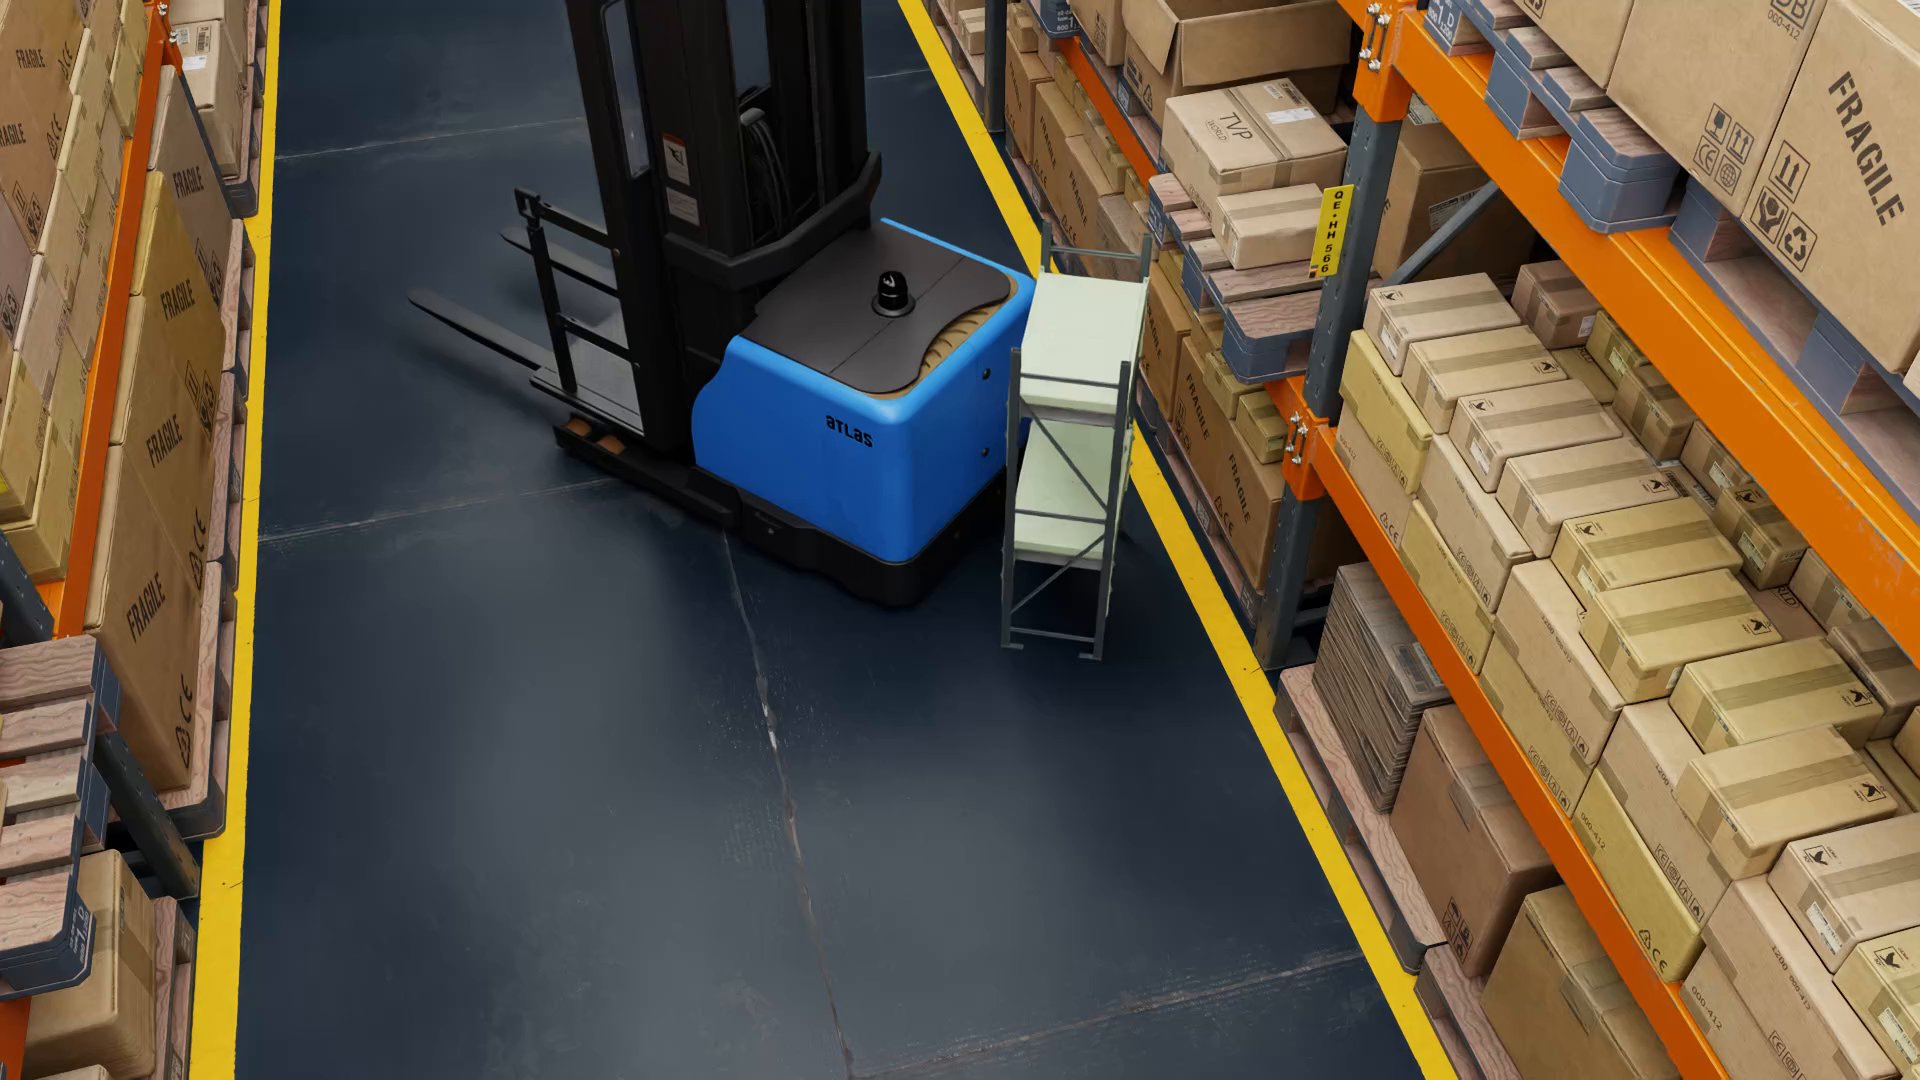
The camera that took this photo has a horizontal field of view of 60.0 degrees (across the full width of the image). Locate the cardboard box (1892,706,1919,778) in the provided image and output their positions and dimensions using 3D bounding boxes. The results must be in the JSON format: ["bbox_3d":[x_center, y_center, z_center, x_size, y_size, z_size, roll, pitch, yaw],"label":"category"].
[{"bbox_3d":[2.450,0.492,3.895,0.380,0.149,0.250,-10,46,-10],"label":"cardboard box"}]

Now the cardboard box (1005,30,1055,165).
[{"bbox_3d":[0.536,-2.324,8.634,0.500,0.500,0.500,-9,46,-9],"label":"cardboard box"}]

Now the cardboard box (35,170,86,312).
[{"bbox_3d":[-3.281,-0.976,5.612,0.500,0.250,0.500,-11,47,-10],"label":"cardboard box"}]

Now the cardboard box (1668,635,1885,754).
[{"bbox_3d":[1.951,0.398,3.986,0.380,0.149,0.250,-11,47,-10],"label":"cardboard box"}]

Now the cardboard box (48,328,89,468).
[{"bbox_3d":[-3.174,-0.438,5.434,0.500,0.250,0.500,-12,47,-11],"label":"cardboard box"}]

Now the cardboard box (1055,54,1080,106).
[{"bbox_3d":[0.687,-2.277,8.134,0.380,0.149,0.250,-13,47,-12],"label":"cardboard box"}]

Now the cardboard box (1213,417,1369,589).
[{"bbox_3d":[1.338,-0.190,6.543,0.500,0.500,0.500,-9,46,-9],"label":"cardboard box"}]

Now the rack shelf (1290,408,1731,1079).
[{"bbox_3d":[2.166,0.968,4.456,1.077,0.370,4.000,-11,47,-10],"label":"rack shelf"}]

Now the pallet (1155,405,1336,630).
[{"bbox_3d":[1.499,-0.211,7.060,1.003,0.211,1.213,-11,47,-10],"label":"pallet"}]

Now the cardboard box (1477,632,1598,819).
[{"bbox_3d":[1.794,0.441,4.573,0.500,0.250,0.500,-12,47,-12],"label":"cardboard box"}]

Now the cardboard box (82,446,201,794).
[{"bbox_3d":[-3.240,0.350,5.751,0.875,0.875,0.875,-11,47,-11],"label":"cardboard box"}]

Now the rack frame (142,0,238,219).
[{"bbox_3d":[-4.168,-2.517,7.367,1.000,3.000,0.127,-11,47,-10],"label":"rack frame"}]

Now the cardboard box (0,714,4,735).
[{"bbox_3d":[-2.694,0.541,4.252,0.380,0.149,0.250,-10,46,-10],"label":"cardboard box"}]

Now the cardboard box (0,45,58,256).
[{"bbox_3d":[-3.287,-1.226,5.332,0.500,0.500,0.500,-9,46,-9],"label":"cardboard box"}]

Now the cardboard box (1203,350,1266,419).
[{"bbox_3d":[1.183,-0.642,6.531,0.380,0.149,0.250,-13,47,-12],"label":"cardboard box"}]

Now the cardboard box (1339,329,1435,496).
[{"bbox_3d":[1.507,-0.432,5.079,0.500,0.250,0.500,-11,47,-10],"label":"cardboard box"}]

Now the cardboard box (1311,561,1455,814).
[{"bbox_3d":[1.800,0.452,5.826,0.875,0.625,0.625,-9,46,-9],"label":"cardboard box"}]

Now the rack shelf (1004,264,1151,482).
[{"bbox_3d":[0.430,-0.612,6.003,0.431,0.370,0.720,8,46,7],"label":"rack shelf"}]

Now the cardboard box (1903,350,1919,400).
[{"bbox_3d":[1.905,-0.283,2.890,0.380,0.149,0.250,-11,47,-11],"label":"cardboard box"}]

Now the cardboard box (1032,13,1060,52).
[{"bbox_3d":[0.577,-2.563,8.206,0.380,0.149,0.250,-13,47,-12],"label":"cardboard box"}]

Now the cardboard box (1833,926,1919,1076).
[{"bbox_3d":[2.078,0.936,3.459,0.380,0.149,0.250,-12,47,-11],"label":"cardboard box"}]

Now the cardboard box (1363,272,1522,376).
[{"bbox_3d":[1.451,-0.653,5.016,0.380,0.149,0.250,-9,46,-9],"label":"cardboard box"}]

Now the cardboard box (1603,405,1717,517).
[{"bbox_3d":[2.170,-0.176,4.827,0.500,0.250,0.500,-10,46,-10],"label":"cardboard box"}]

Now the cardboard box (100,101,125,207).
[{"bbox_3d":[-3.569,-1.497,6.472,0.500,0.250,0.500,-12,47,-11],"label":"cardboard box"}]

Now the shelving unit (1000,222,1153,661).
[{"bbox_3d":[0.428,-0.339,6.282,0.431,1.500,0.755,8,46,7],"label":"shelving unit"}]

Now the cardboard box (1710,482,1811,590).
[{"bbox_3d":[2.237,-0.038,4.414,0.380,0.149,0.250,-11,47,-11],"label":"cardboard box"}]

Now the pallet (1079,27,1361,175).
[{"bbox_3d":[1.151,-1.940,6.936,1.003,0.211,1.213,-11,47,-10],"label":"pallet"}]

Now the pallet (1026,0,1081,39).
[{"bbox_3d":[0.729,-2.788,7.767,1.003,0.211,1.213,-11,47,-10],"label":"pallet"}]

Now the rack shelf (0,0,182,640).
[{"bbox_3d":[-3.656,-0.884,6.270,1.077,0.370,4.000,-11,47,-10],"label":"rack shelf"}]

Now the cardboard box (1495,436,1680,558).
[{"bbox_3d":[1.690,-0.118,4.492,0.380,0.149,0.250,-10,46,-10],"label":"cardboard box"}]

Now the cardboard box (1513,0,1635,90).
[{"bbox_3d":[1.604,-1.387,3.726,0.500,0.500,0.500,-10,46,-10],"label":"cardboard box"}]

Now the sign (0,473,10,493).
[{"bbox_3d":[-2.621,-0.238,4.379,0.100,0.325,0.005,-11,47,-10],"label":"sign"}]

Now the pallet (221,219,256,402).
[{"bbox_3d":[-3.897,-1.022,7.854,1.003,0.211,1.213,-11,47,-10],"label":"pallet"}]

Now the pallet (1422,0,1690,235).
[{"bbox_3d":[1.914,-1.197,4.105,1.213,0.211,1.003,-9,46,-8],"label":"pallet"}]

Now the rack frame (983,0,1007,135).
[{"bbox_3d":[0.630,-3.427,8.259,1.000,3.000,0.127,-11,47,-10],"label":"rack frame"}]

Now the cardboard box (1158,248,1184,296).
[{"bbox_3d":[1.070,-1.194,7.073,0.380,0.149,0.250,-11,47,-11],"label":"cardboard box"}]

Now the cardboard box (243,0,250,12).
[{"bbox_3d":[-4.684,-3.461,9.792,0.875,0.438,0.875,-10,46,-9],"label":"cardboard box"}]

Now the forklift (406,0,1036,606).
[{"bbox_3d":[-1.173,-1.604,6.520,3.031,2.935,1.130,26,51,23],"label":"forklift"}]

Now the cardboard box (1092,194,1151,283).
[{"bbox_3d":[0.932,-1.253,7.585,0.500,0.500,0.500,-12,47,-12],"label":"cardboard box"}]

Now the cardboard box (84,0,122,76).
[{"bbox_3d":[-3.685,-2.035,6.650,0.500,0.250,0.500,-10,46,-9],"label":"cardboard box"}]

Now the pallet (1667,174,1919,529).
[{"bbox_3d":[2.203,-0.425,3.349,1.003,0.211,1.213,-9,46,-8],"label":"pallet"}]

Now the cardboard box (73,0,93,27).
[{"bbox_3d":[-3.671,-2.283,6.368,0.500,0.500,0.500,-10,46,-10],"label":"cardboard box"}]

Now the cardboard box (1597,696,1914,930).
[{"bbox_3d":[1.930,0.622,4.046,0.500,0.250,0.500,-10,46,-10],"label":"cardboard box"}]

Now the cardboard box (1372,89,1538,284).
[{"bbox_3d":[1.673,-1.231,5.743,0.500,0.500,0.500,-9,46,-8],"label":"cardboard box"}]

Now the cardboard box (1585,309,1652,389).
[{"bbox_3d":[2.108,-0.579,4.944,0.380,0.149,0.250,-10,46,-9],"label":"cardboard box"}]

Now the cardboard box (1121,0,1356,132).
[{"bbox_3d":[1.057,-1.941,6.437,0.797,0.503,0.637,-12,47,-11],"label":"cardboard box"}]

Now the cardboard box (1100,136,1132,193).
[{"bbox_3d":[0.859,-1.739,7.607,0.380,0.149,0.250,-9,46,-9],"label":"cardboard box"}]

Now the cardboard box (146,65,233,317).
[{"bbox_3d":[-3.931,-1.506,7.570,0.875,0.875,0.875,-9,46,-9],"label":"cardboard box"}]
